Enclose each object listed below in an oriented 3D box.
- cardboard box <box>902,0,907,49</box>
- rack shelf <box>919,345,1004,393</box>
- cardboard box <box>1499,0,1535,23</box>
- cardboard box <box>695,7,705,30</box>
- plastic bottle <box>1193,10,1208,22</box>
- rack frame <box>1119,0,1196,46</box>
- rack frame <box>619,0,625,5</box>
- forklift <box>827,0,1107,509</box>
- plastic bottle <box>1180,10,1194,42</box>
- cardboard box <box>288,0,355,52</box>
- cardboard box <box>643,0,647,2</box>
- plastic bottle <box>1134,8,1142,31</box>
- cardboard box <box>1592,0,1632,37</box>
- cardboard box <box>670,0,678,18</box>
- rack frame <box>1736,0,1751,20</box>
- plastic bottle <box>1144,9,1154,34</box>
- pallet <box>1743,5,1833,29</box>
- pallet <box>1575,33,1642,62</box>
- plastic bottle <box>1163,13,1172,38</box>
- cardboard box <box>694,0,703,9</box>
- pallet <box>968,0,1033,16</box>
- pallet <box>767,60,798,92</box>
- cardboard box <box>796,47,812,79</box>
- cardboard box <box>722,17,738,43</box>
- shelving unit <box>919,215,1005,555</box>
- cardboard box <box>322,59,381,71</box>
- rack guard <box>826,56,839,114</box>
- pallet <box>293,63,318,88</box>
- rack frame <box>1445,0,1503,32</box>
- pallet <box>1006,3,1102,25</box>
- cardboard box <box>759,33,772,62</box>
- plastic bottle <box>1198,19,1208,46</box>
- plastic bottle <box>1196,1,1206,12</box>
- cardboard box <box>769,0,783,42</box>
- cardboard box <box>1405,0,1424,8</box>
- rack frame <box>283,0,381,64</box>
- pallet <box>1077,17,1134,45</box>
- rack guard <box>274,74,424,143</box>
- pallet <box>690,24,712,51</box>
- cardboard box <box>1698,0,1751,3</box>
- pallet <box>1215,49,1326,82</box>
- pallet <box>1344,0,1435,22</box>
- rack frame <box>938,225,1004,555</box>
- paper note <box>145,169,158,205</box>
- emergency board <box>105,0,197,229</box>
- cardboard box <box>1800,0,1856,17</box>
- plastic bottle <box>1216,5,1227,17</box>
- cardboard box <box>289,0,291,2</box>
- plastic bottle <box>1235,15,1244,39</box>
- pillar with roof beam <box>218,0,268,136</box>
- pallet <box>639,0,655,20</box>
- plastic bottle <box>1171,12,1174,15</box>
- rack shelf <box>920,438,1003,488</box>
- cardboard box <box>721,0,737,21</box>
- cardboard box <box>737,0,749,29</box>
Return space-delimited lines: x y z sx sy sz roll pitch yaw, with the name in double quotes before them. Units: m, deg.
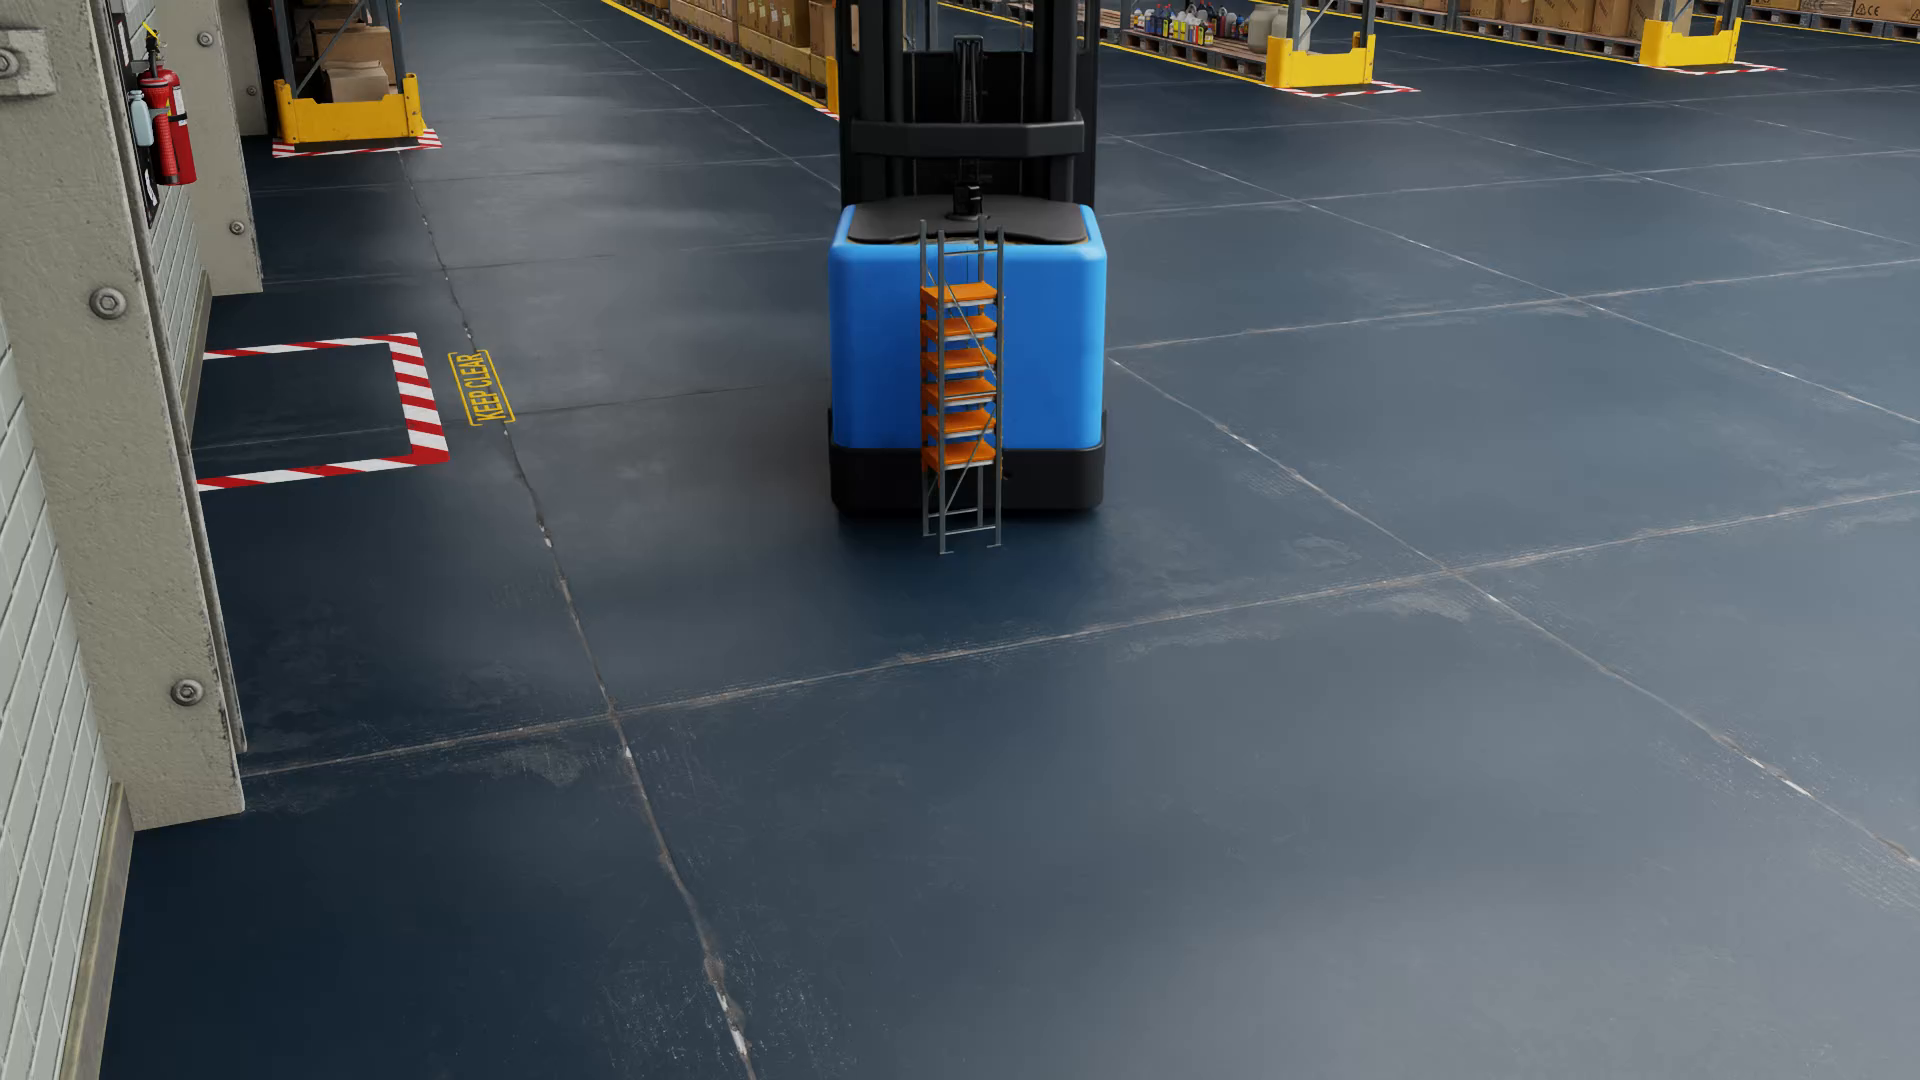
"cardboard box" -0.863 -5.282 16.953 0.500 0.500 0.500 -8 24 -19
"rack shelf" 0.005 -0.617 5.975 0.258 0.103 0.180 -8 24 -19
"cardboard box" 7.466 -7.098 21.906 0.500 0.500 0.500 -1 23 -2
"cardboard box" -3.071 -6.649 21.162 0.500 0.250 0.500 -8 24 -18
"plastic bottle" 2.954 -6.388 20.486 0.152 0.276 0.135 -8 24 -19
"rack frame" 2.519 -7.735 20.739 1.000 3.000 0.127 -8 24 -19
"rack frame" -4.942 -9.963 26.026 1.000 3.000 0.127 -8 24 -19
"forklift" 0.034 -1.990 7.198 1.130 2.935 3.031 0 23 0
"plastic bottle" 2.699 -6.076 19.647 0.144 0.351 0.185 -7 24 -17
"cardboard box" -7.254 -5.872 18.972 0.700 0.500 0.500 -9 24 -20
"cardboard box" -4.453 -8.246 24.604 0.500 0.500 0.500 -9 25 -21
"plastic bottle" 2.221 -6.504 20.766 0.097 0.271 0.097 0 23 0
"cardboard box" 8.118 -6.444 20.355 0.500 0.500 0.500 -2 23 -5
"cardboard box" -3.619 -7.206 22.483 0.500 0.250 0.500 -8 24 -19
"rack frame" 11.829 -9.058 23.879 1.000 3.000 0.127 -8 24 -19
"plastic bottle" 2.361 -6.392 20.495 0.152 0.276 0.135 -7 24 -17
"pallet" 12.024 -7.486 23.739 1.003 0.211 1.213 -8 24 -19
"pallet" 8.285 -6.003 20.222 1.003 0.211 1.213 -8 24 -19
"plastic bottle" 2.502 -6.201 20.031 0.061 0.283 0.133 -7 24 -17
"cardboard box" -3.065 -6.902 21.041 0.500 0.311 0.500 -9 24 -20
"pallet" 0.788 -8.184 25.395 1.003 0.211 1.213 -8 24 -19
"pallet" -1.440 -5.033 17.918 1.003 0.211 1.213 -8 24 -19
"cardboard box" -1.357 -4.864 16.927 0.500 0.250 0.500 -8 24 -19
"cardboard box" -2.534 -6.094 19.845 0.500 0.250 0.500 -9 24 -20
"shelving unit" 0.005 -0.548 6.004 0.258 1.200 0.189 -8 24 -19
"cardboard box" -5.698 -4.356 15.619 0.500 0.311 0.500 -6 24 -15
"rack guard" -0.695 -4.442 16.146 1.175 0.500 0.348 -8 24 -19
"pallet" -6.479 -4.851 17.488 1.003 0.211 1.213 -8 24 -19
"rack frame" 7.153 -8.414 22.351 1.000 3.000 0.127 -8 24 -19
"pallet" 1.343 -7.616 24.048 1.003 0.211 1.213 -8 24 -19
"cardboard box" -1.892 -5.408 18.218 0.500 0.250 0.500 -8 24 -19
"plastic bottle" 2.815 -5.879 19.268 0.061 0.283 0.133 -8 24 -18
"plastic bottle" 3.016 -6.522 20.706 0.144 0.351 0.185 -9 24 -20
"cardboard box" -1.713 -5.572 17.642 0.500 0.500 0.500 -8 24 -19
"cardboard box" 6.805 -7.867 23.705 0.700 0.500 0.500 -8 24 -19
"rack frame" -6.749 -6.375 17.514 1.000 3.000 0.127 -8 24 -19
"pallet" 2.205 -6.730 21.945 1.003 0.211 1.213 -8 24 -19
"rack guard" -5.363 -3.798 14.616 1.175 0.500 0.348 -8 24 -19
"pallet" -2.848 -6.478 21.347 1.003 0.211 1.213 -8 24 -19
"cardboard box" 11.525 -8.428 24.740 1.050 0.750 0.750 -8 24 -19
"pallet" 3.579 -5.313 18.584 1.003 0.211 1.213 -8 24 -19
"pallet" 6.441 -7.856 24.617 1.003 0.211 1.213 -8 24 -19
"rack frame" 0.037 -0.514 5.926 0.240 1.200 0.006 -8 24 -19
"paper note" -3.438 -1.495 7.068 0.016 0.148 0.142 -8 24 -19
"emergency board" -3.436 -1.974 7.072 0.194 1.169 0.643 -8 24 -19
"cardboard box" 12.307 -7.707 22.869 0.875 0.875 0.875 -8 24 -19
"plastic bottle" 3.198 -6.335 20.263 0.144 0.351 0.185 -8 24 -19
"cardboard box" -7.786 -6.422 20.276 0.700 0.500 0.500 -8 24 -19
"plastic bottle" 3.355 -6.163 19.956 0.097 0.271 0.097 0 23 0
"pillar with roof beam" -2.365 -8.413 14.623 9.100 9.000 0.400 -8 24 -19
"pallet" -4.185 -7.944 24.825 1.003 0.211 1.213 -8 24 -19
"plastic bottle" 2.580 -6.294 20.267 0.097 0.271 0.097 0 23 0
"rack shelf" 0.005 -0.286 6.115 0.258 0.103 0.180 -8 24 -19
"cardboard box" -2.528 -6.349 19.729 0.500 0.311 0.500 -8 24 -19
"cardboard box" -2.245 -6.117 18.935 0.500 0.500 0.500 -8 24 -19
